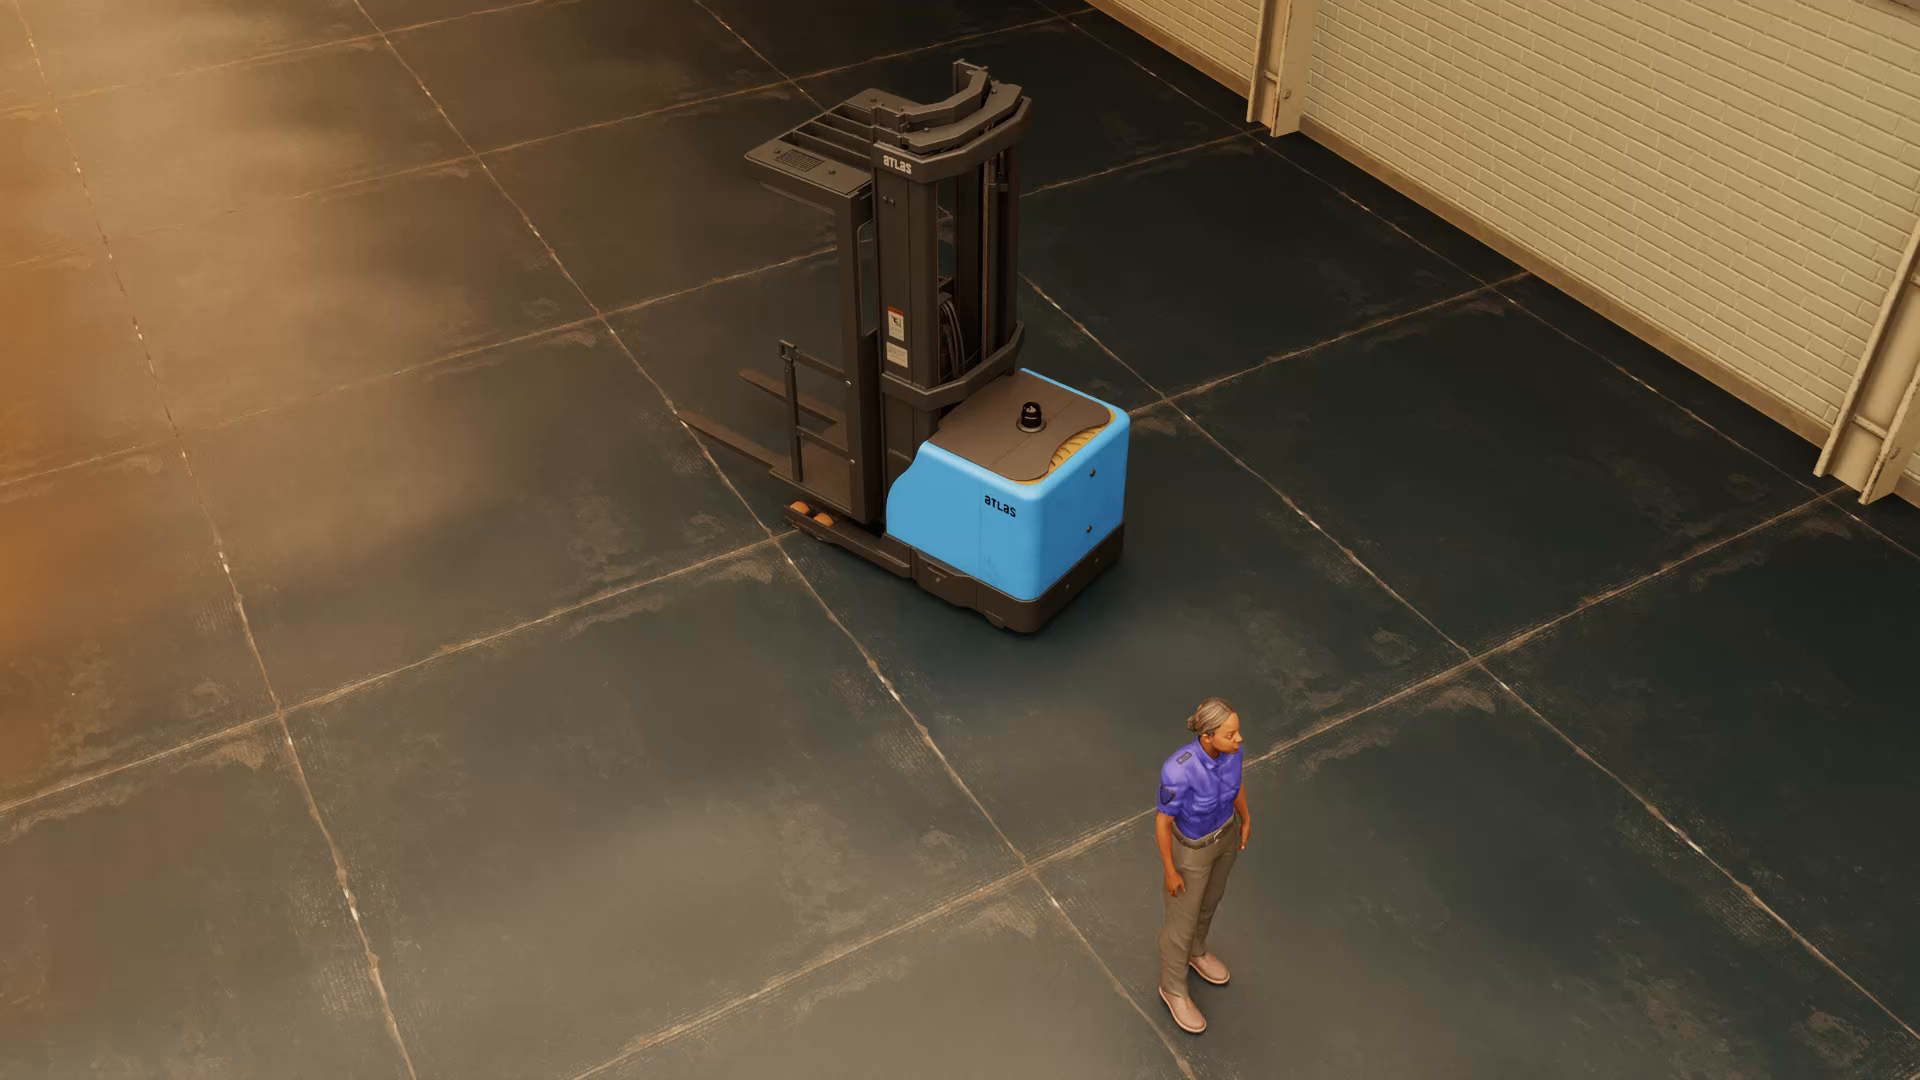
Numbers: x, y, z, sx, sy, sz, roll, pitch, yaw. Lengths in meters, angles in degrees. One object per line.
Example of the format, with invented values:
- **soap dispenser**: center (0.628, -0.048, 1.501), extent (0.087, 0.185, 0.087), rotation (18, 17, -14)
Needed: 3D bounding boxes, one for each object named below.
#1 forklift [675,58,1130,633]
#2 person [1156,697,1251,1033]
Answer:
- **forklift**: center (-0.481, -1.366, 9.683), extent (3.031, 2.935, 1.130), rotation (26, 46, 28)
- **person**: center (1.115, 1.401, 7.335), extent (0.569, 1.656, 0.503), rotation (-29, 48, -30)
